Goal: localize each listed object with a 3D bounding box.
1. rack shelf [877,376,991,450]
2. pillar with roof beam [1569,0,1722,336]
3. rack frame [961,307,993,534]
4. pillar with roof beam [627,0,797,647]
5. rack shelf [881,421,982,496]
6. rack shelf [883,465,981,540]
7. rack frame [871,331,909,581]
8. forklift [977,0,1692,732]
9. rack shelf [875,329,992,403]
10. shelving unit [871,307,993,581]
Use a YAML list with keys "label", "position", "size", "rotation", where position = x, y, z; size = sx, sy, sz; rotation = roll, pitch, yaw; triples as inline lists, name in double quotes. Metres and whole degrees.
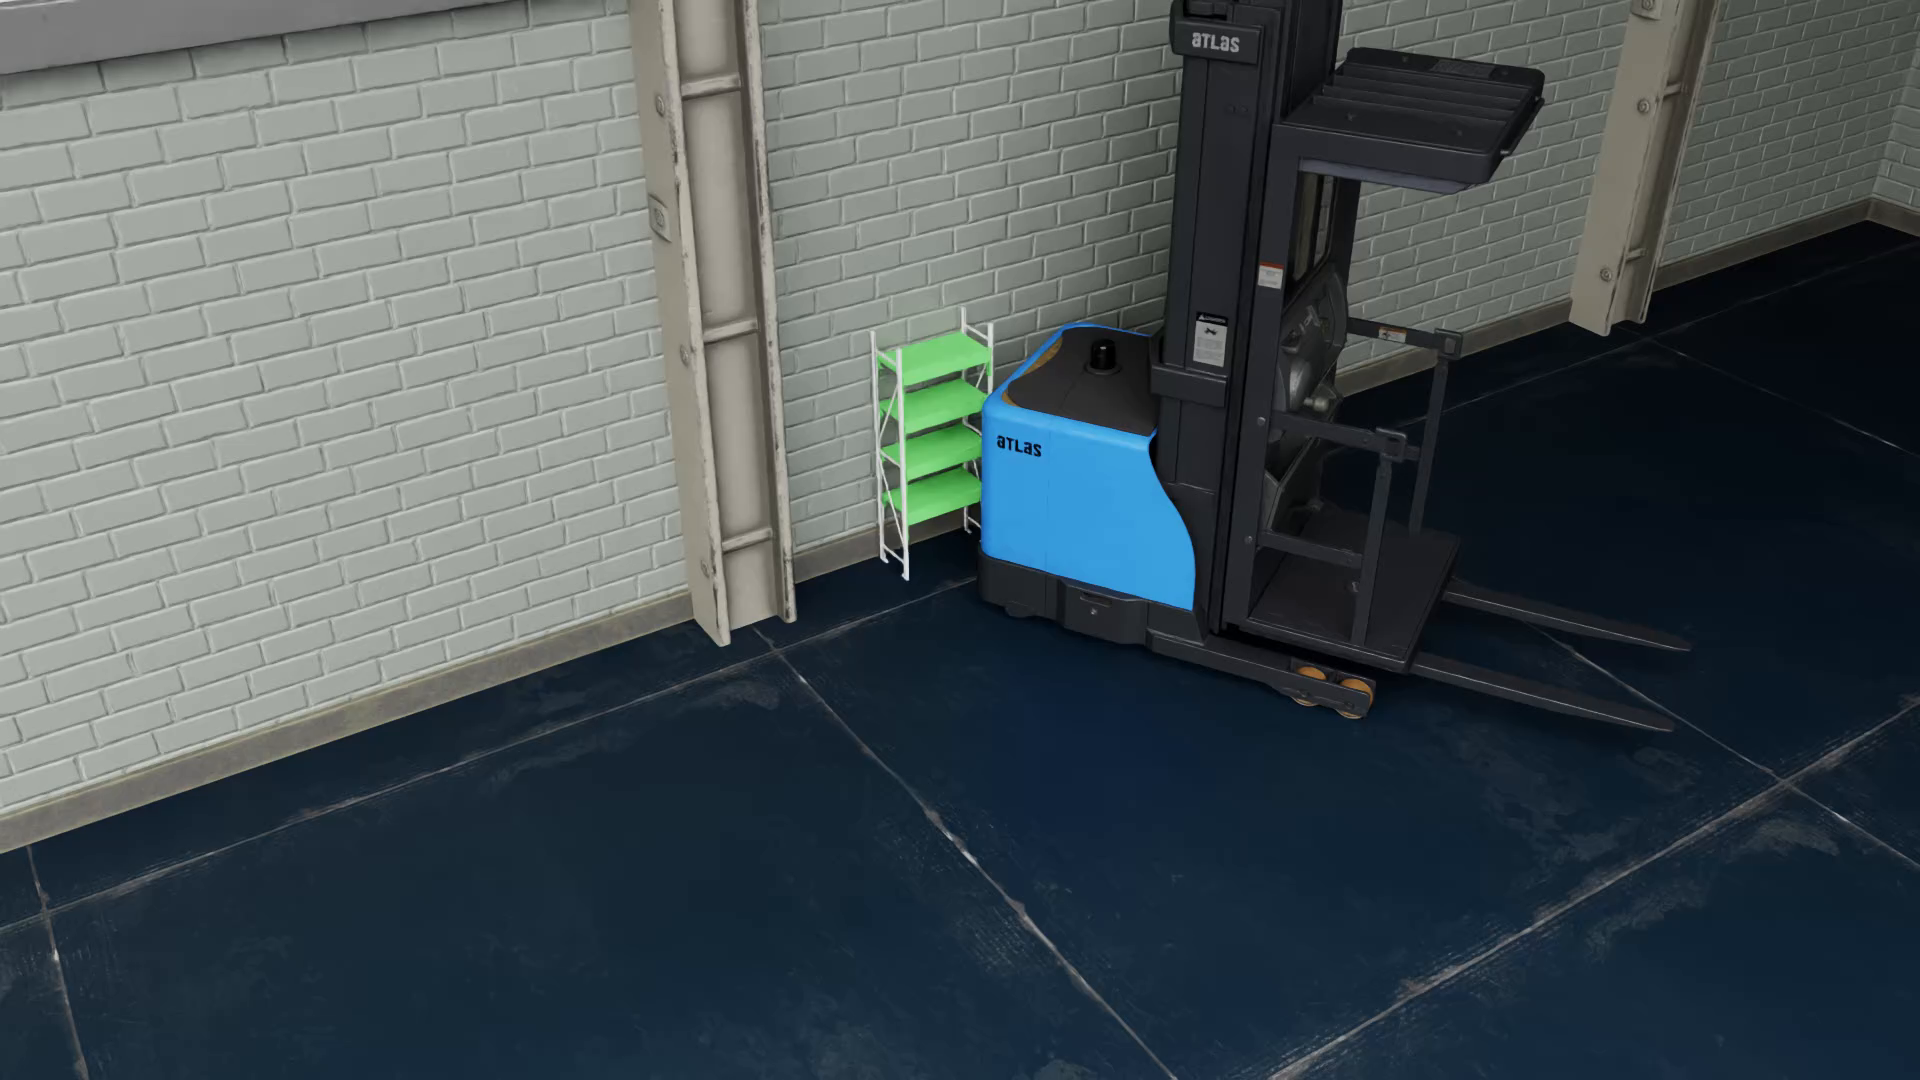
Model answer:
- label: "rack shelf"
  position: [-0.121, -0.596, 7.734]
  size: [0.480, 0.148, 0.258]
  rotation: [-19, 36, -28]
- label: "pillar with roof beam"
  position: [6.378, -3.254, 4.973]
  size: [0.400, 9.000, 9.100]
  rotation: [-19, 37, -27]
- label: "rack frame"
  position: [0.085, -0.517, 7.939]
  size: [0.015, 1.200, 0.240]
  rotation: [-19, 36, -28]
- label: "pillar with roof beam"
  position: [1.335, -1.519, 2.224]
  size: [0.400, 9.000, 9.100]
  rotation: [-19, 37, -27]
- label: "rack shelf"
  position: [-0.118, -0.390, 7.858]
  size: [0.480, 0.148, 0.258]
  rotation: [-19, 36, -28]
- label: "rack shelf"
  position: [-0.115, -0.185, 7.982]
  size: [0.480, 0.148, 0.258]
  rotation: [-19, 36, -28]
- label: "rack frame"
  position: [-0.322, -0.373, 7.711]
  size: [0.015, 1.200, 0.240]
  rotation: [-19, 36, -28]
- label: "forklift"
  position: [1.634, -0.807, 6.783]
  size: [3.031, 2.935, 1.130]
  rotation: [15, 35, 22]
- label: "rack shelf"
  position: [-0.124, -0.801, 7.610]
  size: [0.480, 0.148, 0.258]
  rotation: [-19, 36, -28]
- label: "shelving unit"
  position: [-0.119, -0.445, 7.825]
  size: [0.503, 1.200, 0.258]
  rotation: [-19, 36, -28]
